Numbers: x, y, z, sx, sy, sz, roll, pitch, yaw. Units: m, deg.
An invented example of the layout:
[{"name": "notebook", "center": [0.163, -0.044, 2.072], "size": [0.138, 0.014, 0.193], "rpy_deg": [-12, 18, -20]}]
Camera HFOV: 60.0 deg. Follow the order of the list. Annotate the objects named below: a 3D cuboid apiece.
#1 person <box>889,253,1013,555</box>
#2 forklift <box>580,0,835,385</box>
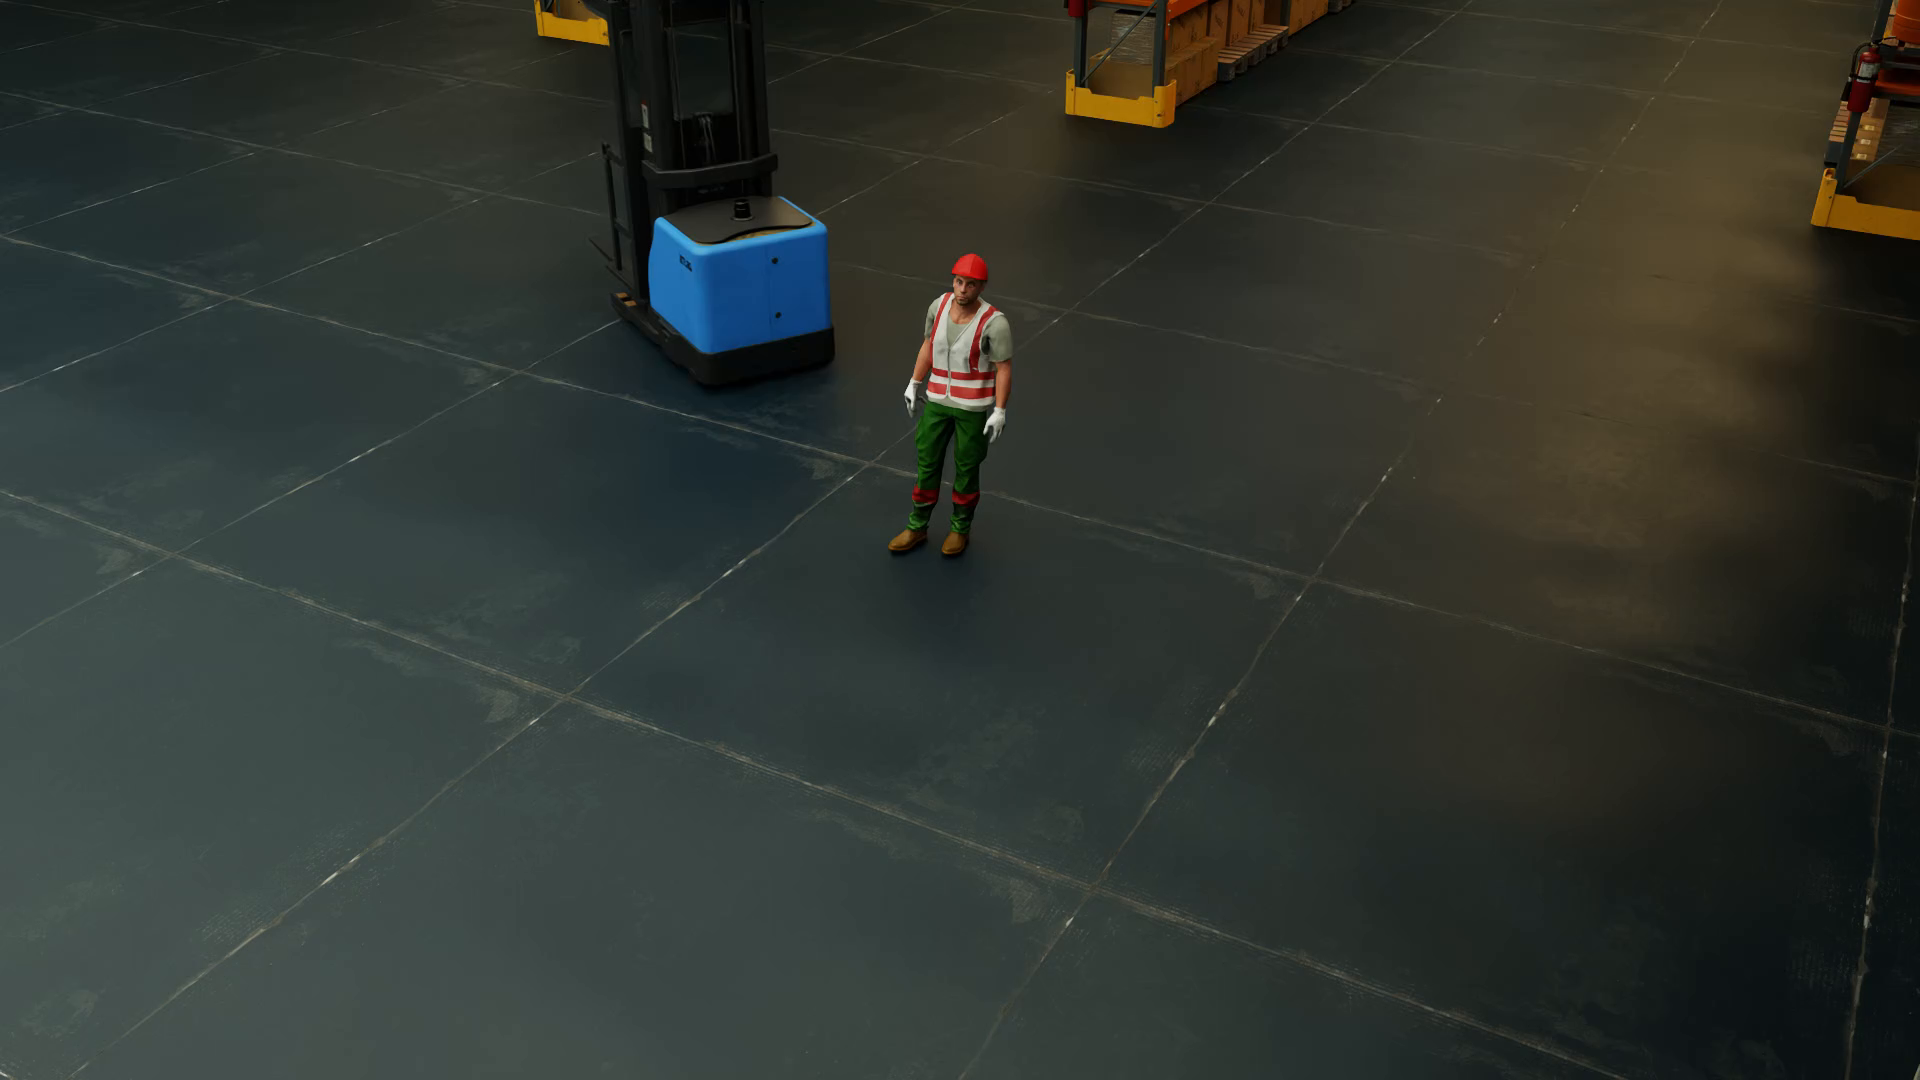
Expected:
[{"name": "person", "center": [-0.050, -0.749, 9.496], "size": [0.637, 1.790, 0.562], "rpy_deg": [15, 33, 25]}, {"name": "forklift", "center": [-2.088, -3.068, 12.387], "size": [1.130, 2.935, 3.031], "rpy_deg": [-16, 34, -26]}]
